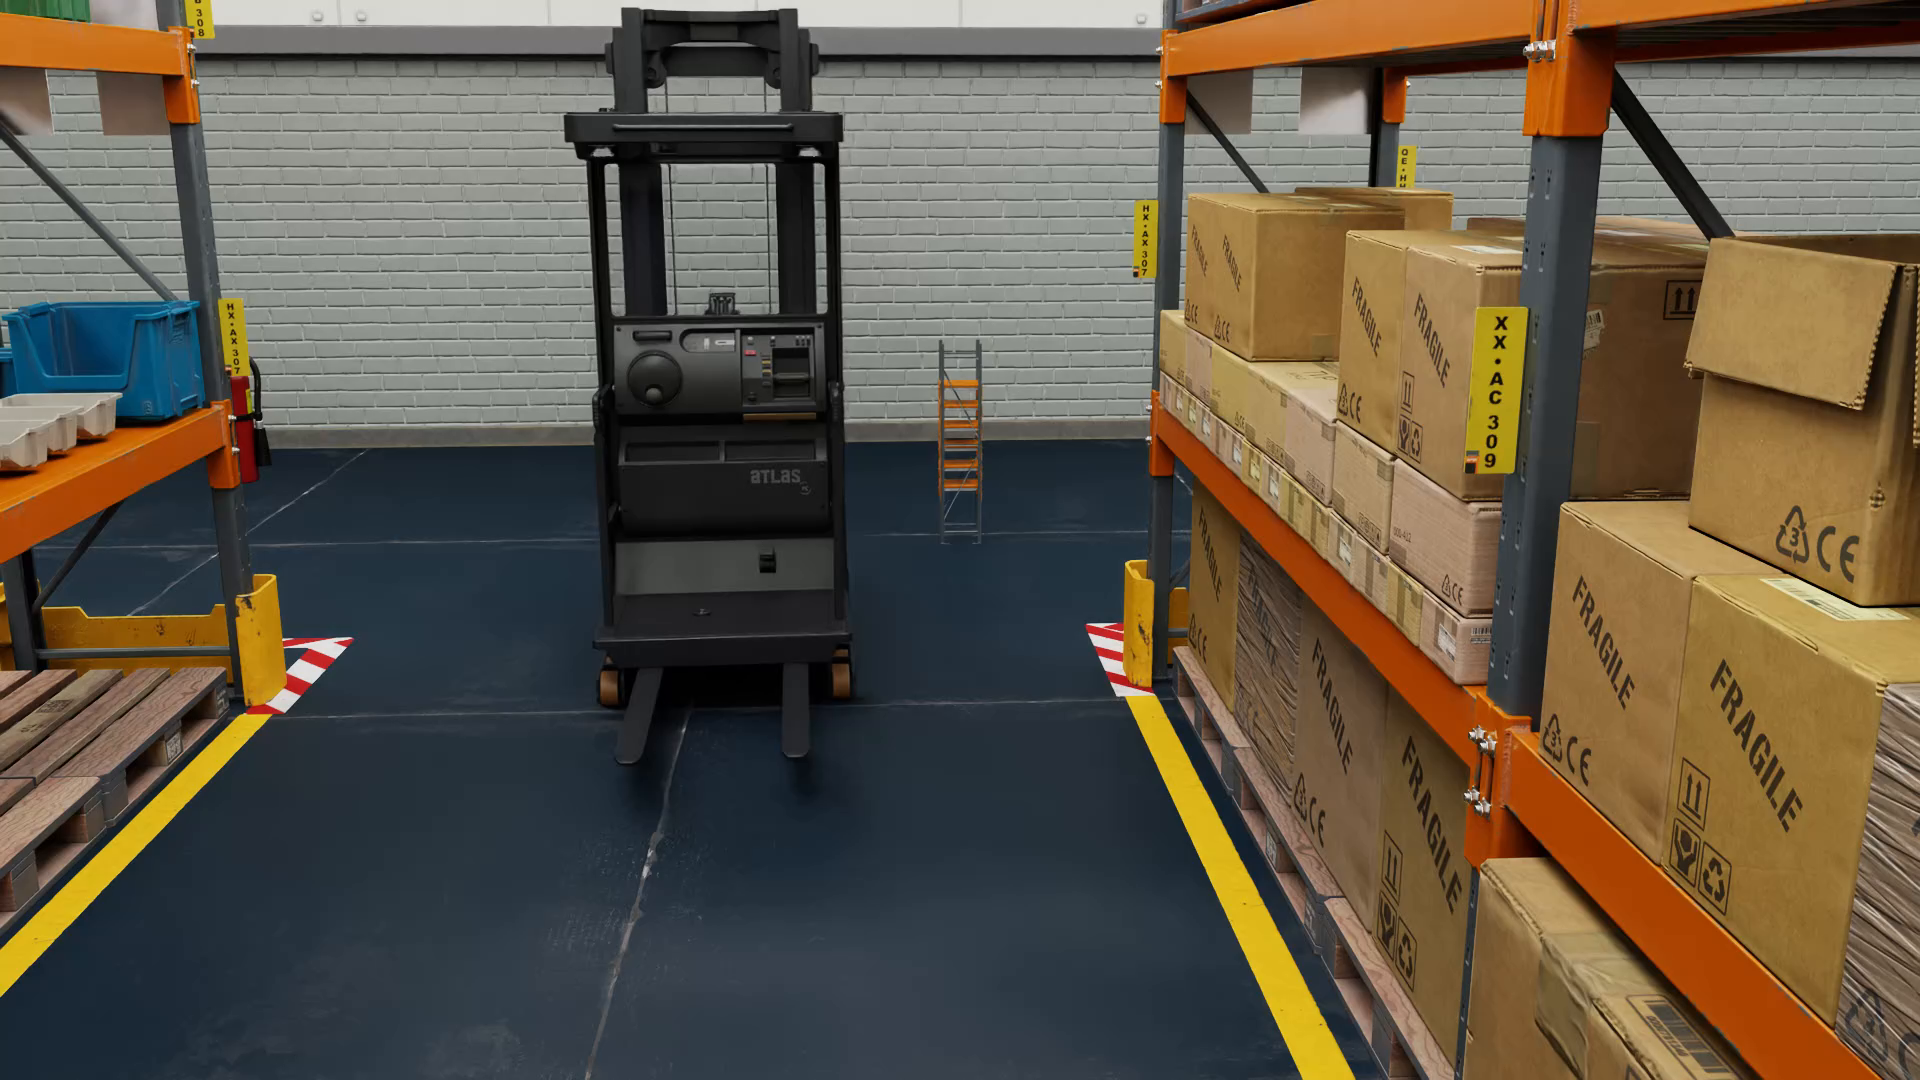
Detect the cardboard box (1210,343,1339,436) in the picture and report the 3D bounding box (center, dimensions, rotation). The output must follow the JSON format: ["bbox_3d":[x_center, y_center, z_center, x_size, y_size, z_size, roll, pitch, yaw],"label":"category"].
[{"bbox_3d":[1.174,-0.529,5.767,0.500,0.250,0.500,-1,14,-5],"label":"cardboard box"}]

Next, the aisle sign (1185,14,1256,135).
[{"bbox_3d":[1.044,-2.108,6.981,0.394,0.787,0.004,-1,14,-3],"label":"aisle sign"}]

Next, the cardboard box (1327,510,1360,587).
[{"bbox_3d":[1.202,0.018,4.439,0.380,0.149,0.250,-1,14,-2],"label":"cardboard box"}]

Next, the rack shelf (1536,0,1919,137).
[{"bbox_3d":[1.719,-0.448,1.170,1.077,0.370,4.000,-1,14,-3],"label":"rack shelf"}]

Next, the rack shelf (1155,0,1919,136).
[{"bbox_3d":[1.472,-1.442,5.036,1.077,0.370,4.000,-1,14,-3],"label":"rack shelf"}]

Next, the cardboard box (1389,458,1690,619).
[{"bbox_3d":[1.306,-0.018,3.780,0.500,0.250,0.500,-1,14,-4],"label":"cardboard box"}]

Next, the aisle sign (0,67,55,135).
[{"bbox_3d":[-3.897,-2.031,6.684,0.394,0.787,0.004,-1,14,-3],"label":"aisle sign"}]

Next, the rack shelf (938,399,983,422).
[{"bbox_3d":[0.001,-0.767,9.814,0.258,0.103,0.180,-1,14,-3],"label":"rack shelf"}]

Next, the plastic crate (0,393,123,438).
[{"bbox_3d":[-3.365,-0.460,6.204,0.396,0.136,0.243,-1,14,-3],"label":"plastic crate"}]

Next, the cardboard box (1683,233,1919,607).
[{"bbox_3d":[1.643,-0.216,2.633,0.797,0.503,0.637,-1,14,-5],"label":"cardboard box"}]

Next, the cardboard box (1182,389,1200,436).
[{"bbox_3d":[1.074,-0.493,6.427,0.380,0.149,0.250,-1,14,-5],"label":"cardboard box"}]

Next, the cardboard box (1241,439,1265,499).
[{"bbox_3d":[1.137,-0.238,5.435,0.380,0.149,0.250,-1,14,-5],"label":"cardboard box"}]

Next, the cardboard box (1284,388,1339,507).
[{"bbox_3d":[1.240,-0.273,4.773,0.500,0.250,0.500,-1,14,-2],"label":"cardboard box"}]

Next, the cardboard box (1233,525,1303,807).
[{"bbox_3d":[1.523,0.374,5.973,0.875,0.875,0.875,-1,14,-3],"label":"cardboard box"}]

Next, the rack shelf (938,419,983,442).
[{"bbox_3d":[0.001,-0.651,9.844,0.258,0.103,0.180,-1,14,-3],"label":"rack shelf"}]

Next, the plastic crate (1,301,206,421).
[{"bbox_3d":[-3.389,-0.725,6.632,0.616,0.435,0.499,-1,14,-3],"label":"plastic crate"}]

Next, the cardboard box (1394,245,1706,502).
[{"bbox_3d":[1.300,-0.385,3.704,0.500,0.500,0.500,0,14,-2],"label":"cardboard box"}]

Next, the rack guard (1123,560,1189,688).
[{"bbox_3d":[1.346,0.369,7.588,1.175,0.500,0.348,-1,14,-3],"label":"rack guard"}]

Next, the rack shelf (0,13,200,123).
[{"bbox_3d":[-3.472,-1.366,4.739,1.077,0.370,4.000,-1,14,-3],"label":"rack shelf"}]

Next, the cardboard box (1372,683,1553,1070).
[{"bbox_3d":[1.634,0.820,4.242,0.875,0.875,0.875,-1,14,-3],"label":"cardboard box"}]

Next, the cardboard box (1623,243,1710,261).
[{"bbox_3d":[1.821,-0.398,3.754,0.500,0.500,0.500,-1,14,-3],"label":"cardboard box"}]

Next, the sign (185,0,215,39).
[{"bbox_3d":[-3.048,-2.173,6.644,0.100,0.325,0.005,-1,14,-3],"label":"sign"}]

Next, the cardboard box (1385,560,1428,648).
[{"bbox_3d":[1.233,0.146,3.943,0.380,0.149,0.250,-1,14,-2],"label":"cardboard box"}]

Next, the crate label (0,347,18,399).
[{"bbox_3d":[-3.909,-0.640,6.711,0.416,0.233,0.303,-1,14,-3],"label":"crate label"}]

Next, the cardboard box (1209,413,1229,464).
[{"bbox_3d":[1.106,-0.365,5.929,0.380,0.149,0.250,-1,14,-5],"label":"cardboard box"}]

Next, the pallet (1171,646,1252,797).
[{"bbox_3d":[1.475,0.713,6.833,1.003,0.211,1.213,-1,14,-3],"label":"pallet"}]

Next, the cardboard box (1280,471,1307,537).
[{"bbox_3d":[1.170,-0.109,4.936,0.380,0.149,0.250,-1,14,-4],"label":"cardboard box"}]

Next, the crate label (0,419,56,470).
[{"bbox_3d":[-3.319,-0.319,5.656,0.396,0.136,0.243,-1,14,-3],"label":"crate label"}]

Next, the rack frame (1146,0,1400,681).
[{"bbox_3d":[1.348,-0.835,7.254,1.000,3.000,0.127,-1,14,-3],"label":"rack frame"}]

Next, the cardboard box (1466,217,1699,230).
[{"bbox_3d":[1.761,-0.650,4.733,0.500,0.500,0.500,-1,14,-5],"label":"cardboard box"}]

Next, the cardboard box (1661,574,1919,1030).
[{"bbox_3d":[1.406,0.354,2.429,0.500,0.500,0.500,-1,14,-3],"label":"cardboard box"}]

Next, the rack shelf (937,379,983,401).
[{"bbox_3d":[0.001,-0.883,9.784,0.258,0.103,0.180,-1,14,-3],"label":"rack shelf"}]

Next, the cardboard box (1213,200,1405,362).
[{"bbox_3d":[1.177,-0.893,5.678,0.500,0.500,0.500,-1,14,-5],"label":"cardboard box"}]

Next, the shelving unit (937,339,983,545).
[{"bbox_3d":[0.001,-0.577,9.863,0.258,1.200,0.189,-1,14,-3],"label":"shelving unit"}]

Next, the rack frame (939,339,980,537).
[{"bbox_3d":[-0.005,-0.600,9.951,0.240,1.200,0.006,-1,14,-3],"label":"rack frame"}]

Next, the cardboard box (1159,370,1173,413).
[{"bbox_3d":[1.040,-0.620,6.922,0.380,0.149,0.250,-1,14,-3],"label":"cardboard box"}]

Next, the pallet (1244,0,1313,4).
[{"bbox_3d":[1.483,-1.757,4.992,1.003,0.211,1.213,-1,14,-3],"label":"pallet"}]

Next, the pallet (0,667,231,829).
[{"bbox_3d":[-3.583,0.797,6.504,1.003,0.211,1.213,-1,14,-3],"label":"pallet"}]

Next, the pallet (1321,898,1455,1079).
[{"bbox_3d":[1.626,1.320,4.474,1.003,0.211,1.213,-1,14,-3],"label":"pallet"}]

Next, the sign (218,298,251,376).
[{"bbox_3d":[-3.048,-0.851,6.985,0.100,0.325,0.005,-1,14,-3],"label":"sign"}]

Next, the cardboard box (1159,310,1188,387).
[{"bbox_3d":[1.108,-0.783,6.755,0.500,0.250,0.500,-1,14,-5],"label":"cardboard box"}]

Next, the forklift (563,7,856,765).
[{"bbox_3d":[-1.042,-0.781,7.182,1.130,2.935,3.031,-1,14,-5],"label":"forklift"}]
